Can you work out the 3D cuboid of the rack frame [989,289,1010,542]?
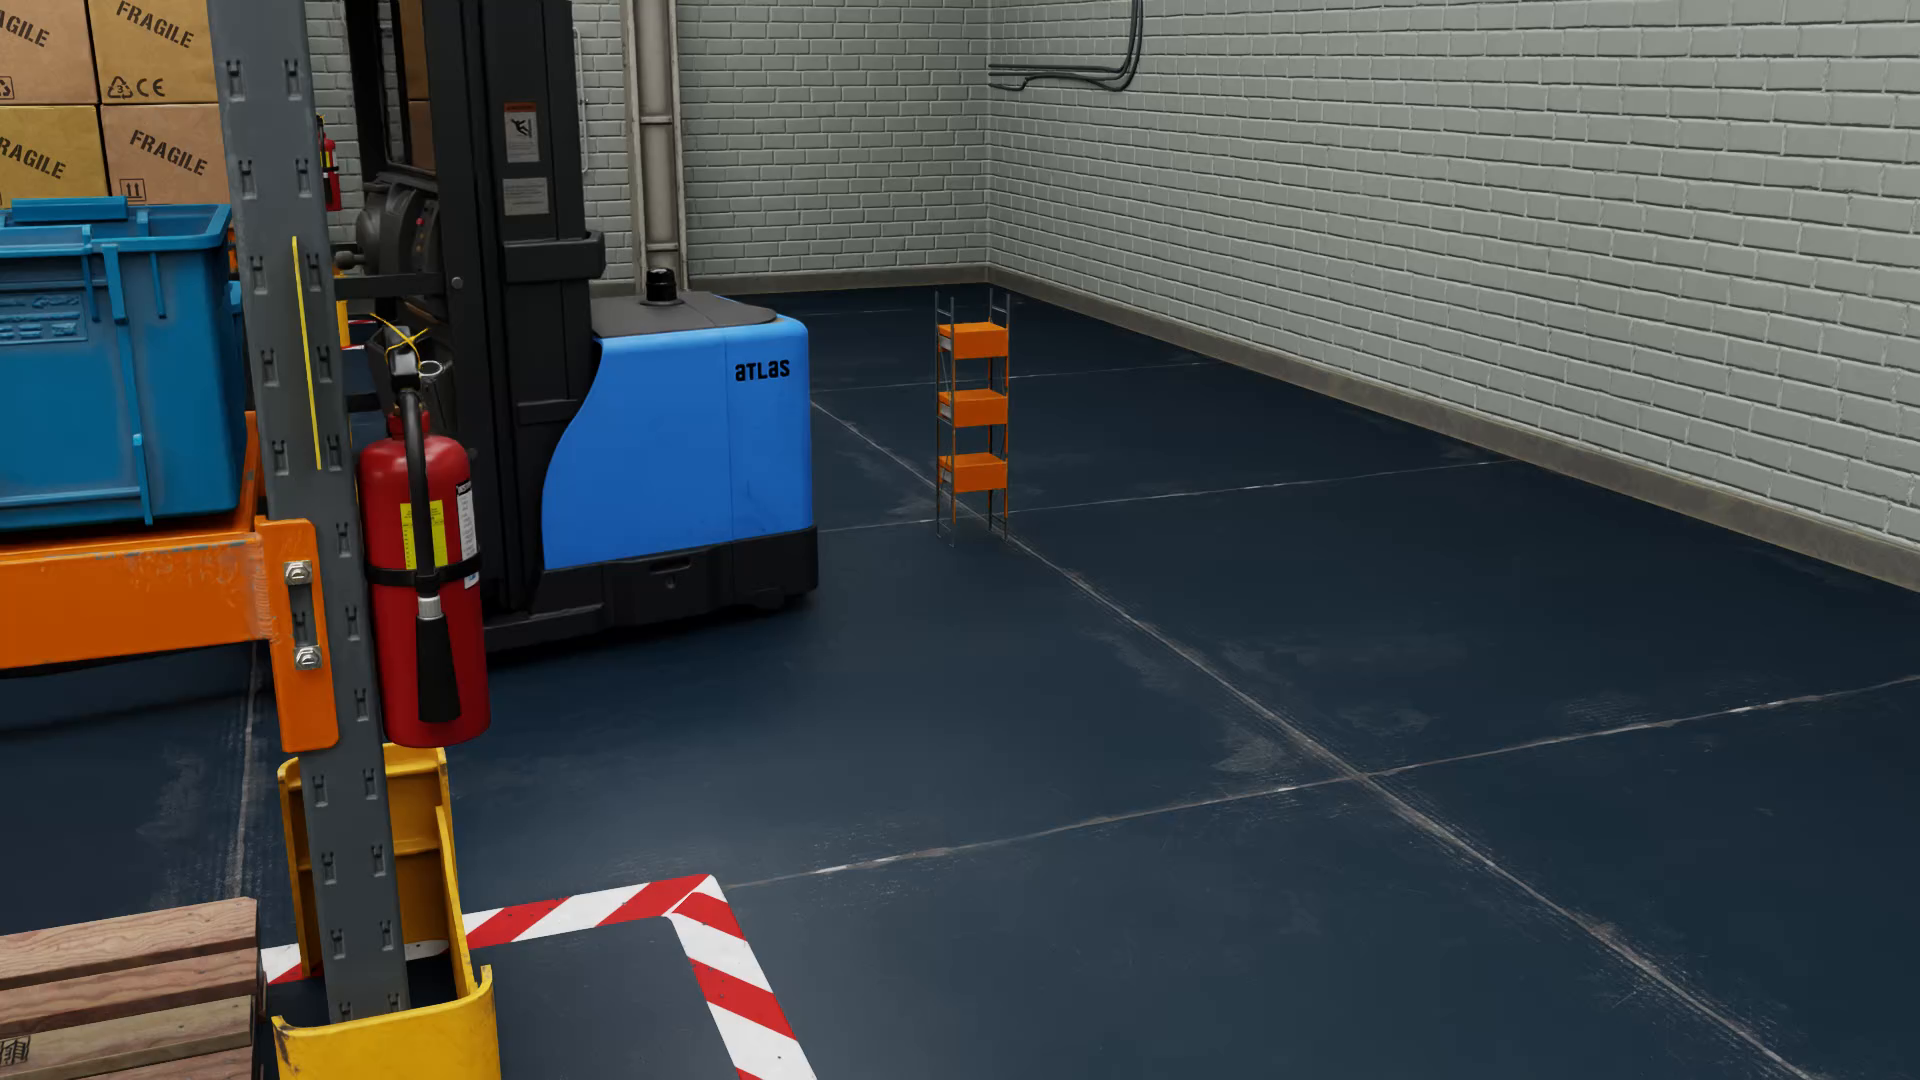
[{"bbox_3d":[0.164,-0.521,7.011,0.008,1.050,0.200,-6,17,-20],"label":"rack frame"}]

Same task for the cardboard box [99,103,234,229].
[{"bbox_3d":[-3.245,-1.569,6.939,0.500,0.500,0.500,-6,17,-18],"label":"cardboard box"}]

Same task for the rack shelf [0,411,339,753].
[{"bbox_3d":[-3.023,0.213,2.326,4.000,0.370,1.077,-6,17,-20],"label":"rack shelf"}]

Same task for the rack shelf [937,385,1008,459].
[{"bbox_3d":[0.050,-0.499,6.972,0.240,0.259,0.215,-6,17,-20],"label":"rack shelf"}]

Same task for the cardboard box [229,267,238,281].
[{"bbox_3d":[-5.318,-1.846,11.751,0.500,0.500,0.700,-6,17,-20],"label":"cardboard box"}]

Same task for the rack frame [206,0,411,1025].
[{"bbox_3d":[-1.155,-0.334,2.911,0.127,3.000,1.000,-6,17,-20],"label":"rack frame"}]

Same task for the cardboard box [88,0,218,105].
[{"bbox_3d":[-3.241,-2.048,6.797,0.500,0.500,0.500,-6,18,-21],"label":"cardboard box"}]

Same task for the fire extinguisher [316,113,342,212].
[{"bbox_3d":[-4.394,-2.618,11.489,0.183,0.674,0.296,-6,17,-20],"label":"fire extinguisher"}]

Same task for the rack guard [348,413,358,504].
[{"bbox_3d":[-2.995,-0.430,7.677,0.348,0.500,1.175,-6,17,-20],"label":"rack guard"}]

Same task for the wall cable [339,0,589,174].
[{"bbox_3d":[-3.843,-3.806,12.932,1.851,1.984,0.084,-6,17,-20],"label":"wall cable"}]

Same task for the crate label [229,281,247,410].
[{"bbox_3d":[-1.503,-0.344,3.137,0.303,0.233,0.416,-6,17,-20],"label":"crate label"}]

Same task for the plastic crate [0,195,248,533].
[{"bbox_3d":[-1.401,-0.297,2.616,0.499,0.435,0.616,-6,17,-20],"label":"plastic crate"}]

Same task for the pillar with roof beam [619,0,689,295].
[{"bbox_3d":[-0.948,-5.186,8.787,0.400,9.000,9.100,-6,17,-20],"label":"pillar with roof beam"}]

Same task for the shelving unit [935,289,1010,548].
[{"bbox_3d":[0.050,-0.509,6.969,0.252,1.050,0.215,-6,17,-20],"label":"shelving unit"}]

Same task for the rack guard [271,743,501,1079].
[{"bbox_3d":[-1.137,0.860,3.284,0.348,0.500,1.175,-6,17,-20],"label":"rack guard"}]

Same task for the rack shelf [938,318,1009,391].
[{"bbox_3d":[0.050,-0.771,6.892,0.240,0.259,0.215,-6,17,-20],"label":"rack shelf"}]

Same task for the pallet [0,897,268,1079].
[{"bbox_3d":[-1.939,1.077,3.056,1.213,0.211,1.003,-6,17,-20],"label":"pallet"}]

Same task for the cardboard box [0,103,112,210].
[{"bbox_3d":[-3.728,-1.515,6.758,0.500,0.500,0.500,-6,17,-20],"label":"cardboard box"}]

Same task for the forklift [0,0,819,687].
[{"bbox_3d":[-2.059,-1.061,5.508,3.031,2.935,1.130,-10,19,-30],"label":"forklift"}]

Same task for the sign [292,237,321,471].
[{"bbox_3d":[-0.943,-0.269,2.401,0.005,0.325,0.100,-6,17,-20],"label":"sign"}]

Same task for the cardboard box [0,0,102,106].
[{"bbox_3d":[-3.713,-1.997,6.622,0.500,0.500,0.500,-6,17,-19],"label":"cardboard box"}]

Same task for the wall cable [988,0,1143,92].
[{"bbox_3d":[0.709,-4.805,13.002,0.112,2.526,3.097,-6,17,-20],"label":"wall cable"}]

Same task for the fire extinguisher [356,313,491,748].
[{"bbox_3d":[-0.852,-0.013,2.619,0.183,0.674,0.296,-6,17,-20],"label":"fire extinguisher"}]

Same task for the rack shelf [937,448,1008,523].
[{"bbox_3d":[0.050,-0.232,7.050,0.240,0.259,0.215,-6,17,-20],"label":"rack shelf"}]

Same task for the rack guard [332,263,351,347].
[{"bbox_3d":[-4.678,-1.744,12.148,0.348,0.500,1.175,-6,17,-20],"label":"rack guard"}]

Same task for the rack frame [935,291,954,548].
[{"bbox_3d":[-0.064,-0.497,6.927,0.008,1.050,0.200,-6,17,-20],"label":"rack frame"}]

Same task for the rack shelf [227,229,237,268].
[{"bbox_3d":[-4.792,-1.091,6.765,4.000,0.370,1.077,-6,17,-20],"label":"rack shelf"}]
